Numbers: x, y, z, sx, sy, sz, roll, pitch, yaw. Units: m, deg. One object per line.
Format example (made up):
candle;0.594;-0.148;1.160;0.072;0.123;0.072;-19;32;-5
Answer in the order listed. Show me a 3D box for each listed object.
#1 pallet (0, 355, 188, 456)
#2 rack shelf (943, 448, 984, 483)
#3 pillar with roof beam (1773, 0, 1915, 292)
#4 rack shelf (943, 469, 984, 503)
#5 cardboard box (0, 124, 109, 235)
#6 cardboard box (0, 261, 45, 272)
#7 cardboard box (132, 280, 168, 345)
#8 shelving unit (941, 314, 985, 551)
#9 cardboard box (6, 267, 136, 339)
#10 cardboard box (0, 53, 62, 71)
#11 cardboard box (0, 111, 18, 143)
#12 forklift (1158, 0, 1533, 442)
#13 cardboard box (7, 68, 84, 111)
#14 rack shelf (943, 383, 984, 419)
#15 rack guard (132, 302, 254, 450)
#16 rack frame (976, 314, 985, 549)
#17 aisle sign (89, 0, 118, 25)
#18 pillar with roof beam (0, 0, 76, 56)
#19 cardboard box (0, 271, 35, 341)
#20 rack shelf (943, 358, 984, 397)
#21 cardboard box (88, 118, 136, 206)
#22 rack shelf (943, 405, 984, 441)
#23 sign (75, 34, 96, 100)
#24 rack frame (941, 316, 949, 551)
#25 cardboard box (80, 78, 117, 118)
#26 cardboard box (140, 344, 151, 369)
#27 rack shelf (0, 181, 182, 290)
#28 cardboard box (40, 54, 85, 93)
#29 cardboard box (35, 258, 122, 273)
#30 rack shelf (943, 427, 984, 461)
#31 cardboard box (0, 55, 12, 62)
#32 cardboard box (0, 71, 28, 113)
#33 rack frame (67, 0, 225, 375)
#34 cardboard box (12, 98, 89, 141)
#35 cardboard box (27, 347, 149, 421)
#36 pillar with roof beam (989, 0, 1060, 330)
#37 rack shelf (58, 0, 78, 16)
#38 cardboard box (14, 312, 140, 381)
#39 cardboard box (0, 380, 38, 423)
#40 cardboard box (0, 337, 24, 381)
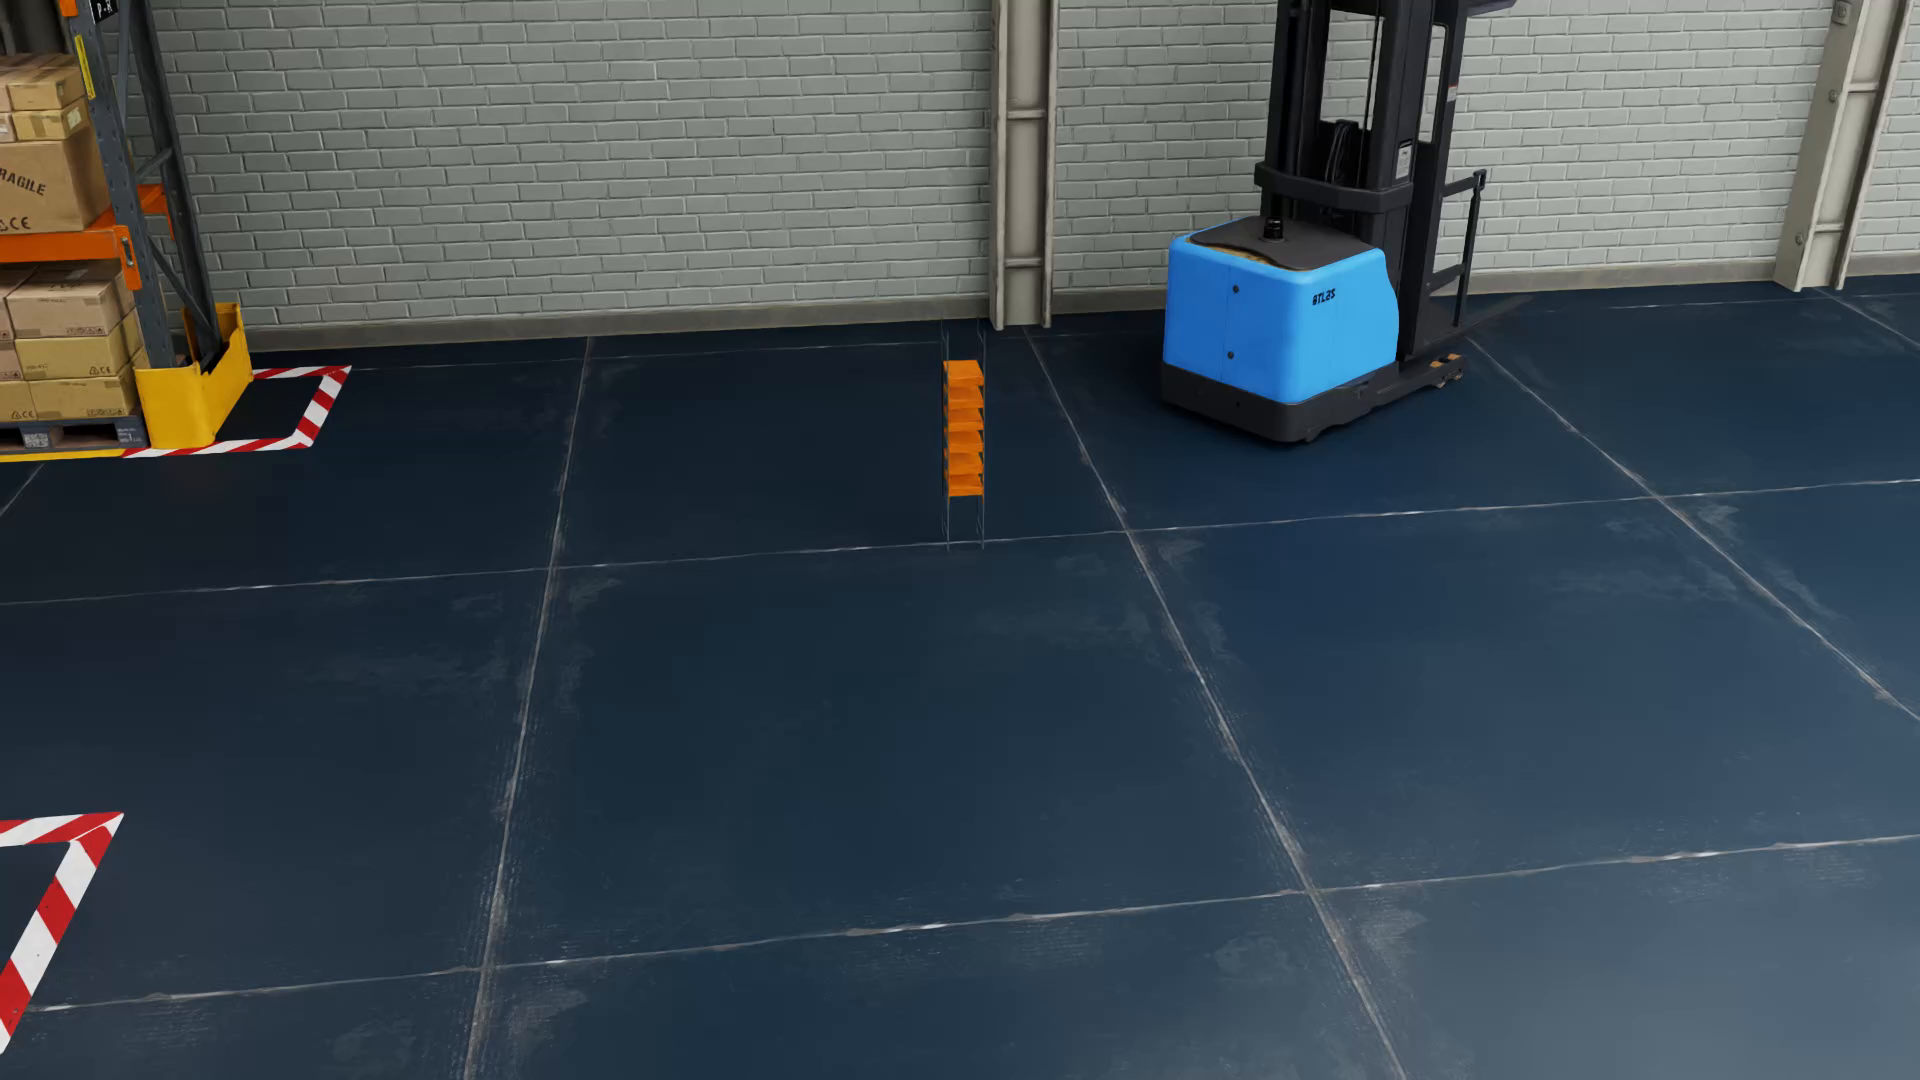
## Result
pallet;-5.455;-0.826;10.128;1.213;0.211;1.003;-4;27;-7
rack shelf;0.014;-0.388;8.553;0.180;0.103;0.258;-4;27;-7
pillar with roof beam;6.964;-3.984;6.656;0.400;9.000;9.100;-4;27;-7
rack shelf;0.014;-0.282;8.608;0.180;0.103;0.258;-4;27;-7
cardboard box;-5.155;-2.029;9.308;0.500;0.500;0.500;-4;27;-8
cardboard box;-5.701;-1.564;9.969;0.500;0.250;0.500;-4;27;-7
cardboard box;-5.199;-1.384;10.166;0.500;0.250;0.500;-3;27;-6
shelving unit;0.014;-0.535;8.478;0.189;1.200;0.258;-4;27;-7
cardboard box;-5.117;-1.372;9.595;0.500;0.250;0.500;-3;27;-5
cardboard box;-5.338;-2.686;9.554;0.250;0.149;0.380;-3;27;-5
cardboard box;-5.257;-2.289;9.105;0.250;0.149;0.380;-3;27;-6
forklift;2.652;-2.436;10.287;3.031;2.935;1.130;-23;35;-37
cardboard box;-5.029;-2.482;9.155;0.250;0.149;0.380;-4;27;-7
rack shelf;0.014;-0.709;8.389;0.180;0.103;0.258;-4;27;-7
rack guard;-4.680;-1.024;10.197;0.348;0.500;1.175;-4;27;-7
rack frame;0.105;-0.541;8.489;0.006;1.200;0.240;-4;27;-7
aisle sign;-4.598;-3.162;8.780;0.004;0.787;0.394;-4;27;-7
pillar with roof beam;-4.919;-3.220;5.169;0.400;9.000;9.100;-4;27;-7
cardboard box;-5.621;-1.337;9.527;0.500;0.250;0.500;-3;27;-6
rack shelf;0.014;-0.816;8.334;0.180;0.103;0.258;-4;27;-7
cardboard box;-5.233;-2.273;9.784;0.500;0.500;0.500;-3;27;-5
rack shelf;0.014;-0.602;8.443;0.180;0.103;0.258;-4;27;-7
sign;-4.642;-2.509;8.825;0.005;0.325;0.100;-4;27;-7
rack frame;-0.076;-0.529;8.467;0.006;1.200;0.240;-4;27;-7
cardboard box;-5.076;-2.563;9.639;0.250;0.149;0.380;-4;27;-8
cardboard box;-5.218;-1.155;10.267;0.500;0.250;0.500;-4;27;-7
rack shelf;-6.685;-1.687;9.540;4.000;0.370;1.077;-4;27;-7
cardboard box;-5.066;-2.675;9.531;0.250;0.149;0.380;-4;27;-8
cardboard box;-5.206;-1.598;10.034;0.500;0.250;0.500;-4;27;-8
rack shelf;0.014;-0.495;8.498;0.180;0.103;0.258;-4;27;-7
cardboard box;-5.590;-2.650;9.483;0.250;0.149;0.380;-3;27;-6
cardboard box;-5.269;-2.452;9.097;0.250;0.149;0.380;-4;27;-7
rack frame;-4.704;-2.134;9.624;0.127;3.000;1.000;-4;27;-7
cardboard box;-5.008;-2.319;9.163;0.250;0.149;0.380;-3;27;-6
cardboard box;-5.125;-0.925;9.819;0.500;0.250;0.500;-3;27;-7
pillar with roof beam;1.022;-3.602;5.913;0.400;9.000;9.100;-4;27;-7
rack shelf;-6.685;-3.021;8.855;4.000;0.370;1.077;-4;27;-7
cardboard box;-5.142;-1.148;9.706;0.500;0.250;0.500;-4;27;-8
cardboard box;-5.619;-0.898;9.766;0.500;0.250;0.500;-4;27;-7
cardboard box;-5.641;-1.121;9.653;0.500;0.250;0.500;-4;27;-8
